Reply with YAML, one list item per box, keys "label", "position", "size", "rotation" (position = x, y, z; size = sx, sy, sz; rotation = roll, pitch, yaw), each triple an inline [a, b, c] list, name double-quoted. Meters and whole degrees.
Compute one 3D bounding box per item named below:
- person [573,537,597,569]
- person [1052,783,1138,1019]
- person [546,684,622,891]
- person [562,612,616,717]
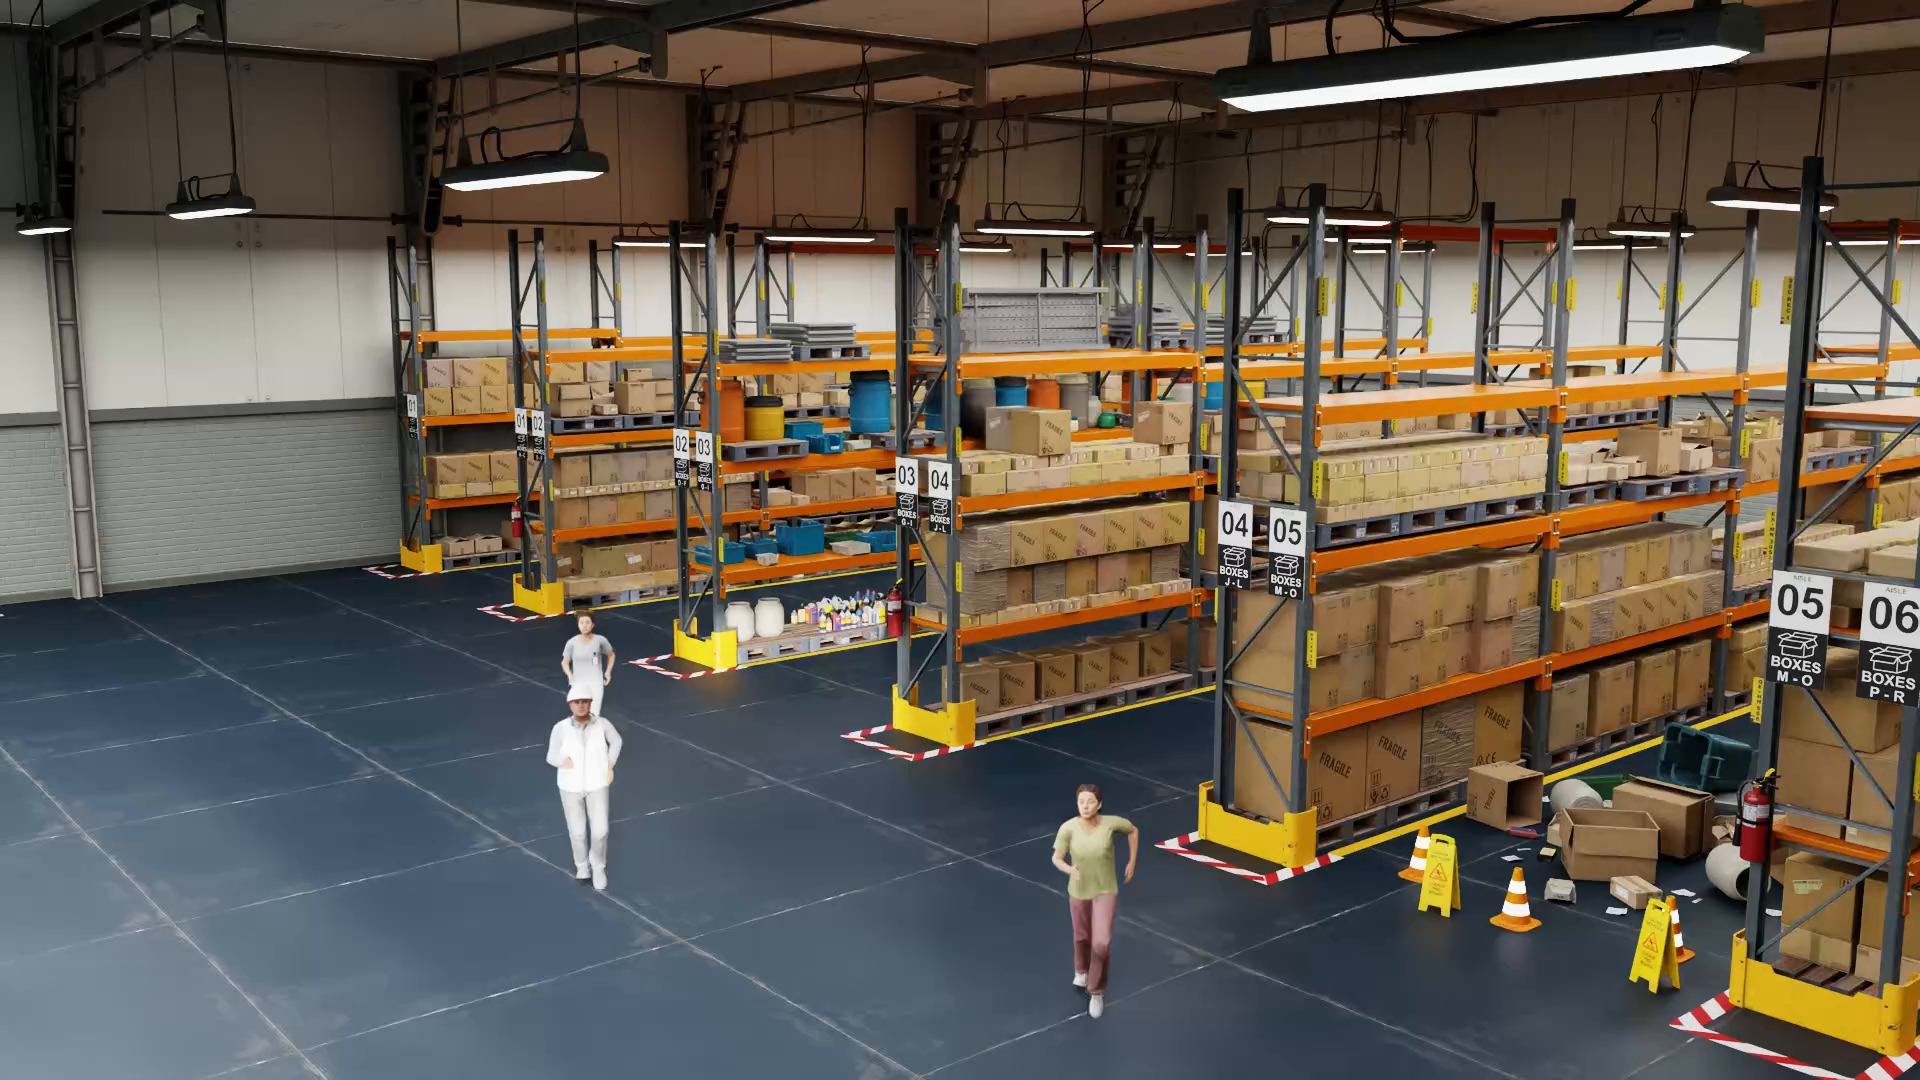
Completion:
- label: "person"
  position: [-6.521, -0.092, 29.138]
  size: [0.623, 1.599, 0.566]
  rotation: [7, 11, 36]
- label: "person"
  position: [0.957, 2.534, 11.880]
  size: [0.581, 1.672, 0.842]
  rotation: [2, 9, 12]
- label: "person"
  position: [-3.202, 2.133, 14.229]
  size: [0.639, 1.796, 0.677]
  rotation: [-2, 9, -12]
- label: "person"
  position: [-4.050, 1.595, 18.179]
  size: [0.580, 1.632, 0.810]
  rotation: [-2, 9, -11]
